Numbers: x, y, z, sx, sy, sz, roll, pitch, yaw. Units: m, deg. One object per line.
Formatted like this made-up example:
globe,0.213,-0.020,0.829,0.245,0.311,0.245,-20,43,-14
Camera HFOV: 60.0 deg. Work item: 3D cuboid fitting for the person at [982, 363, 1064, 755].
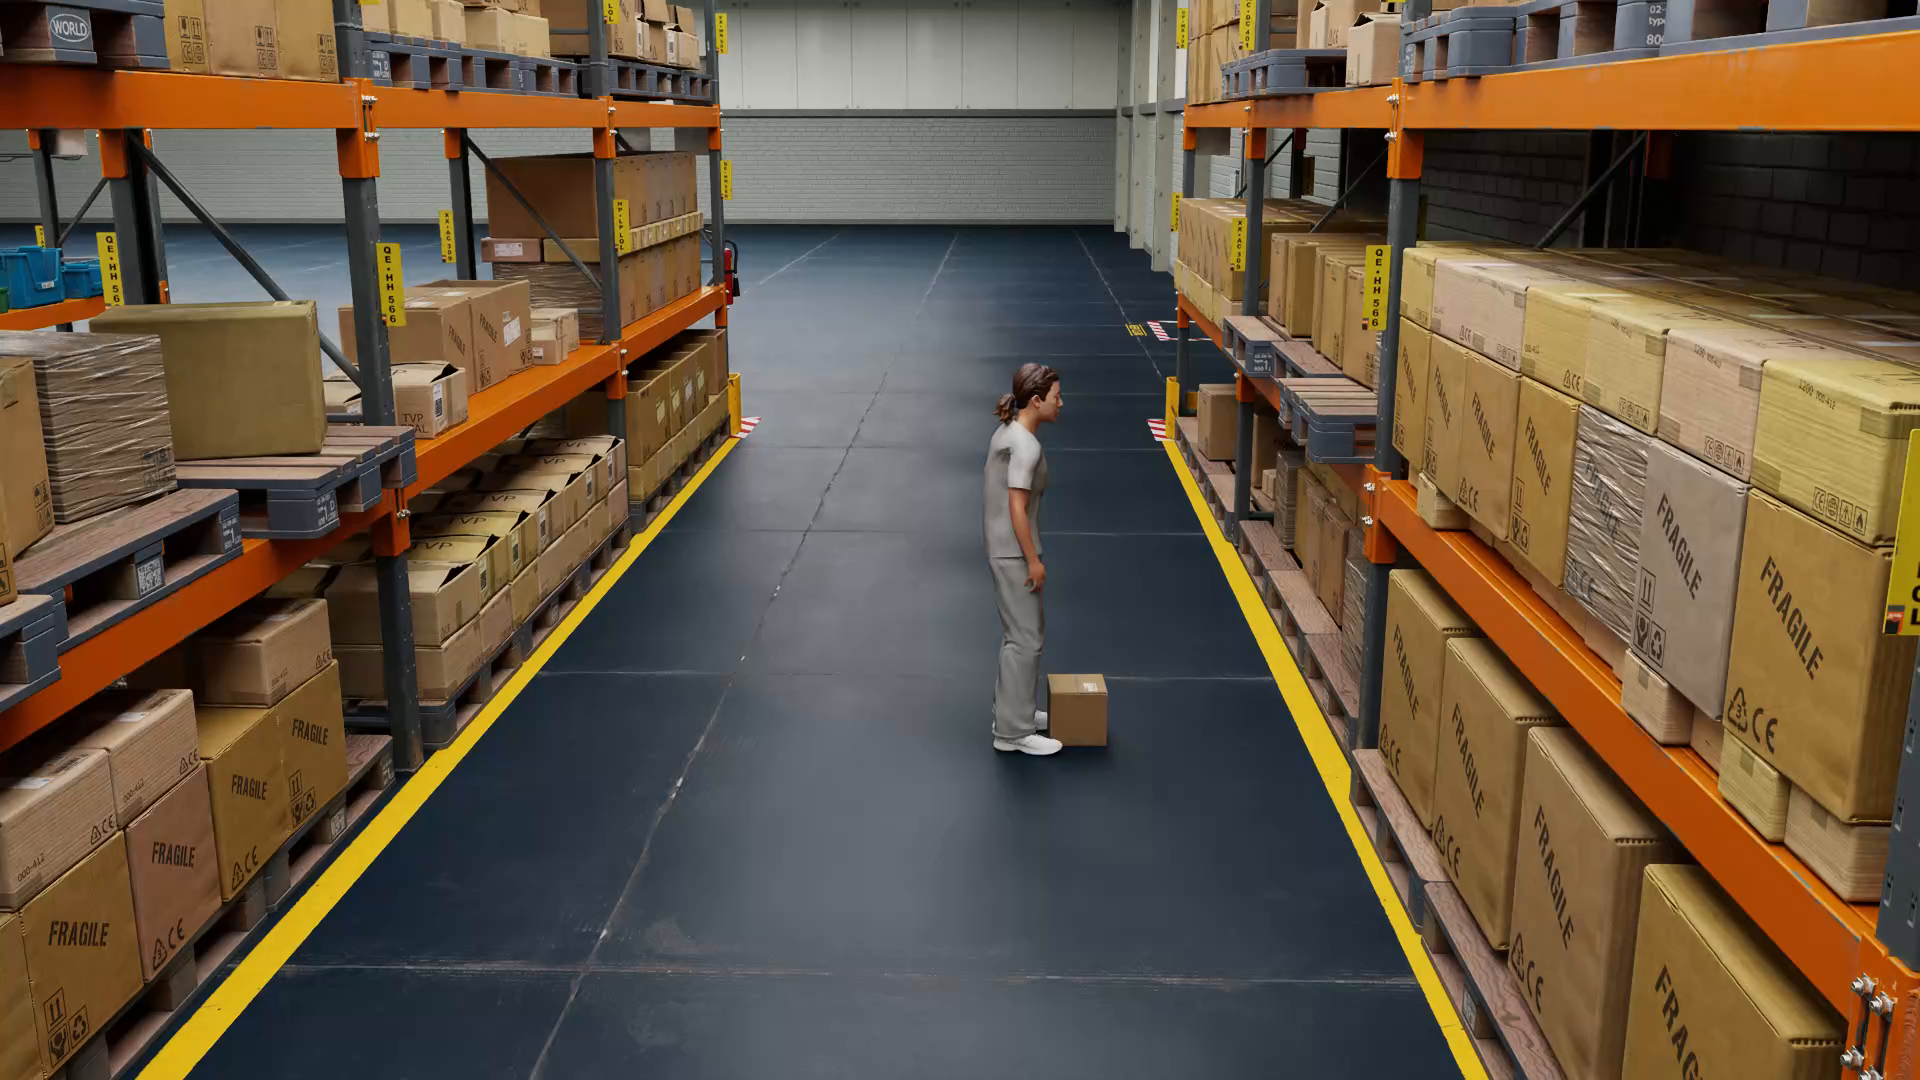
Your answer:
person,0.275,0.067,7.234,0.356,1.673,0.507,0,14,0
